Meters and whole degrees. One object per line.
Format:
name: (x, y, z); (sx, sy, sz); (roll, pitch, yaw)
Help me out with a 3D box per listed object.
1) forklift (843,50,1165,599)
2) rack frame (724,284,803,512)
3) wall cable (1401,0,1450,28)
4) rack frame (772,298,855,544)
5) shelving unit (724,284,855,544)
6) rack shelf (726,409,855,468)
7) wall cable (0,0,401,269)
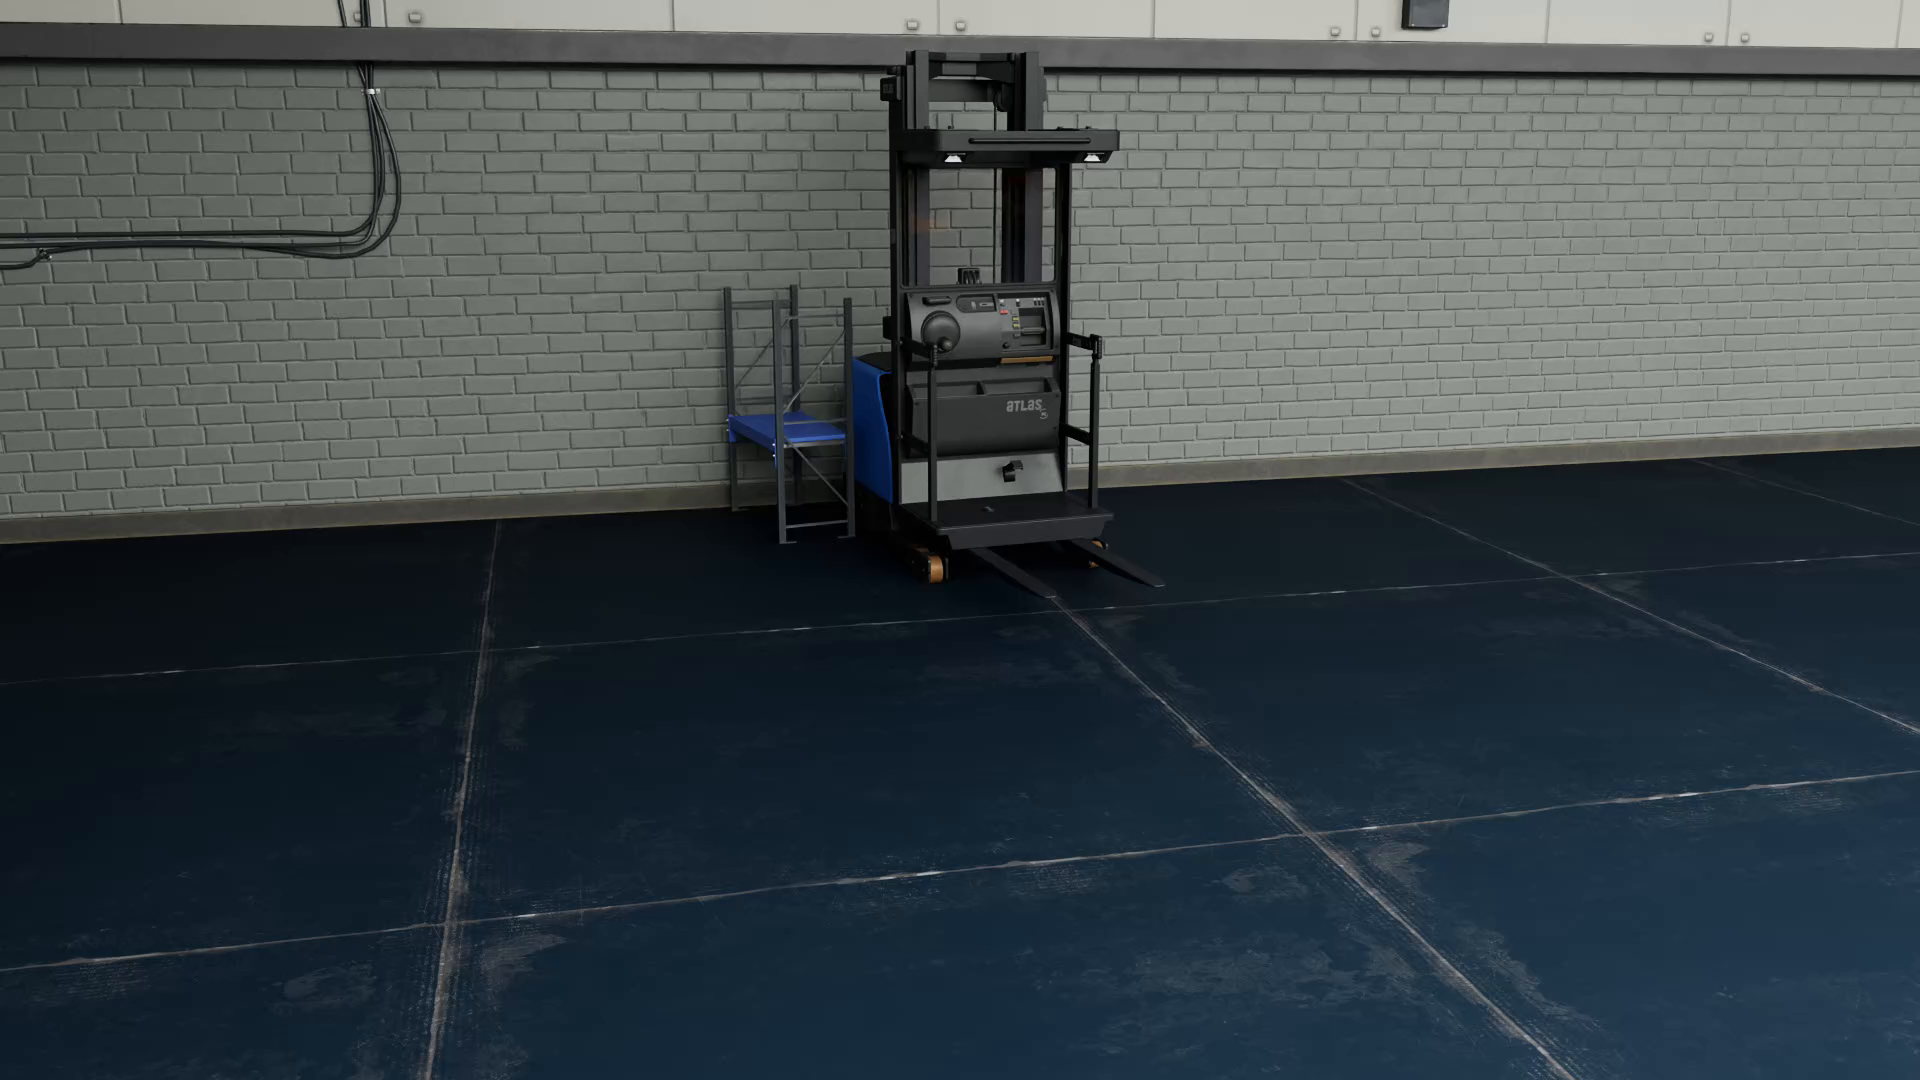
forklift: (0.217, -1.284, 9.508); (1.130, 2.935, 3.031); (-5, 15, -20)
rack frame: (-1.314, -0.948, 11.149); (0.500, 1.500, 0.032); (-6, 15, -24)
wall cable: (4.245, -6.572, 11.200); (2.305, 6.003, 0.169); (-3, 14, -13)
rack frame: (-0.896, -0.729, 10.249); (0.500, 1.500, 0.032); (-6, 15, -24)
shelving unit: (-1.105, -0.838, 10.699); (0.538, 1.500, 1.048); (-6, 15, -24)
rack shelf: (-1.105, -0.664, 10.742); (0.538, 0.185, 1.000); (-6, 15, -24)
wall cable: (-4.987, -2.886, 9.821); (3.097, 2.526, 0.112); (-3, 14, -13)
